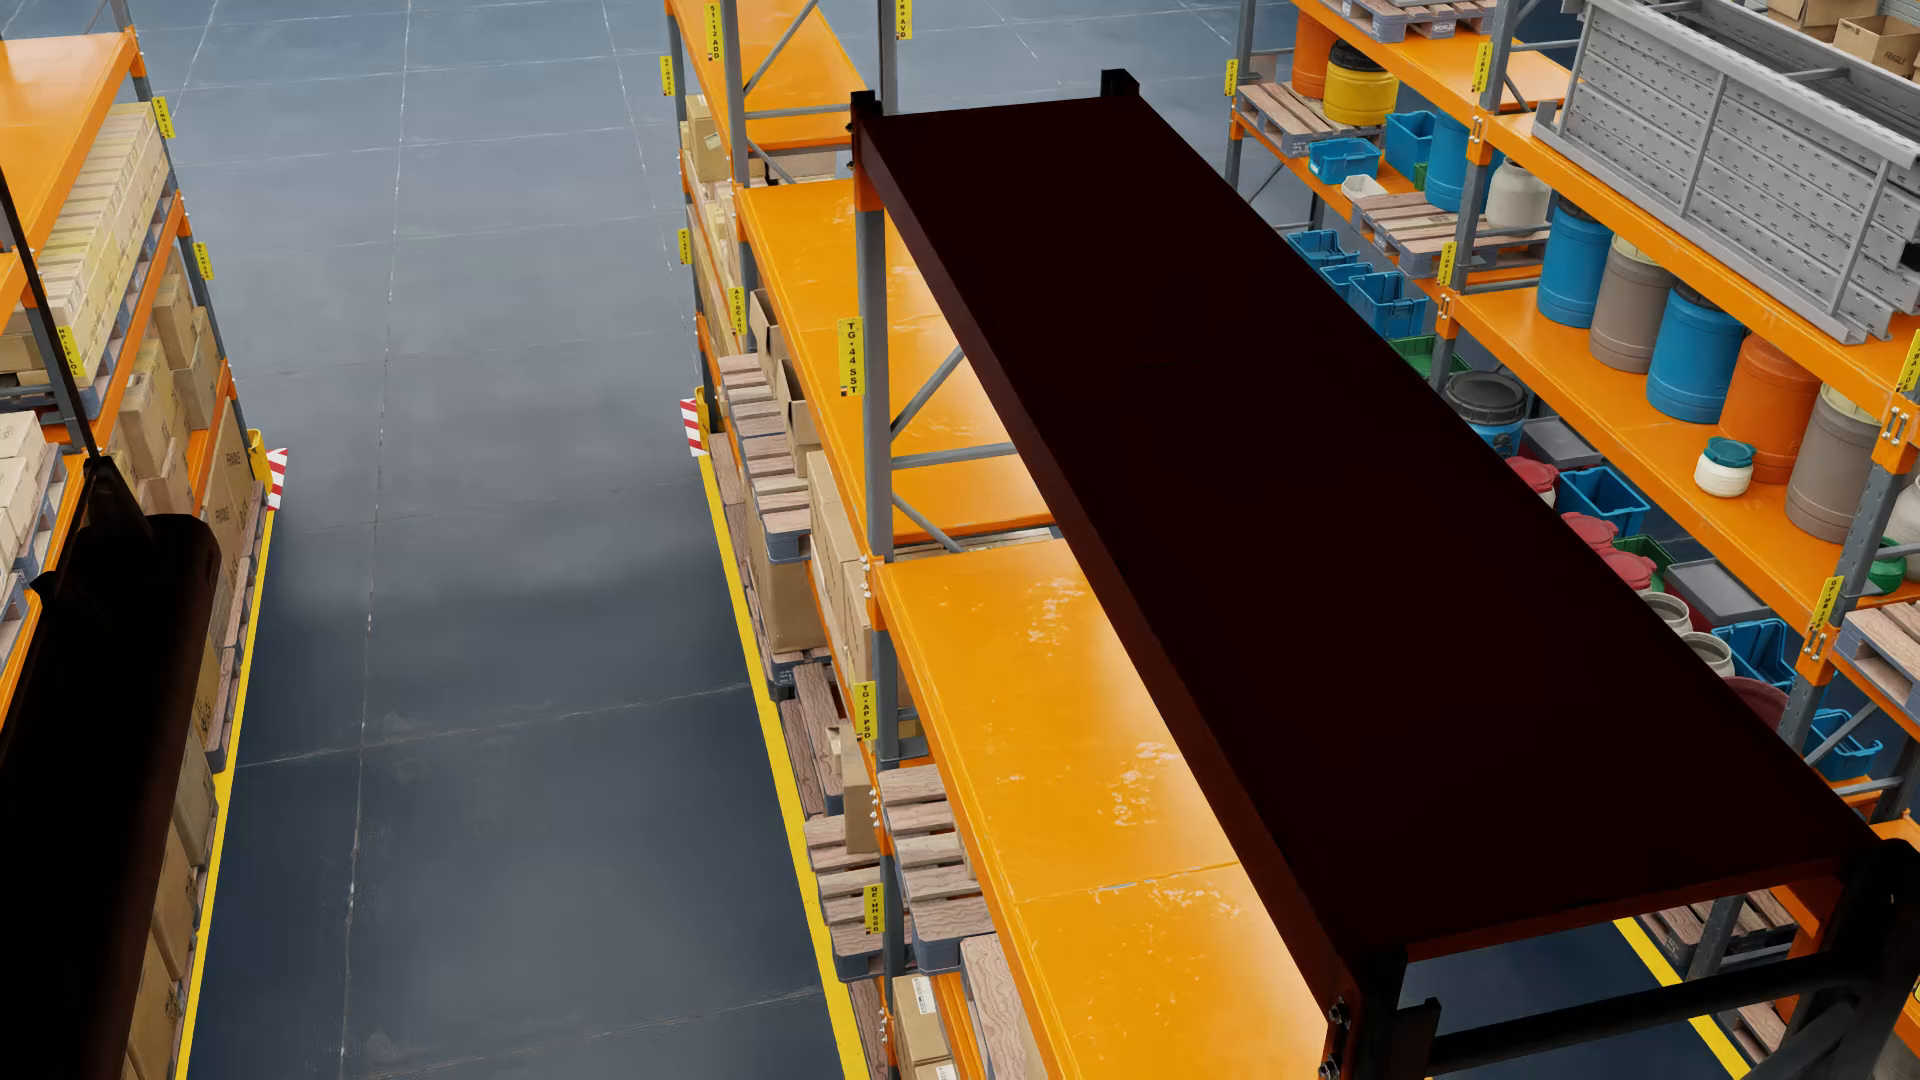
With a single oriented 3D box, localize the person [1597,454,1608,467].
[{"bbox_3d":[5.288,-0.785,13.705,0.624,1.756,0.638,-13,36,-18],"label":"person"}]
